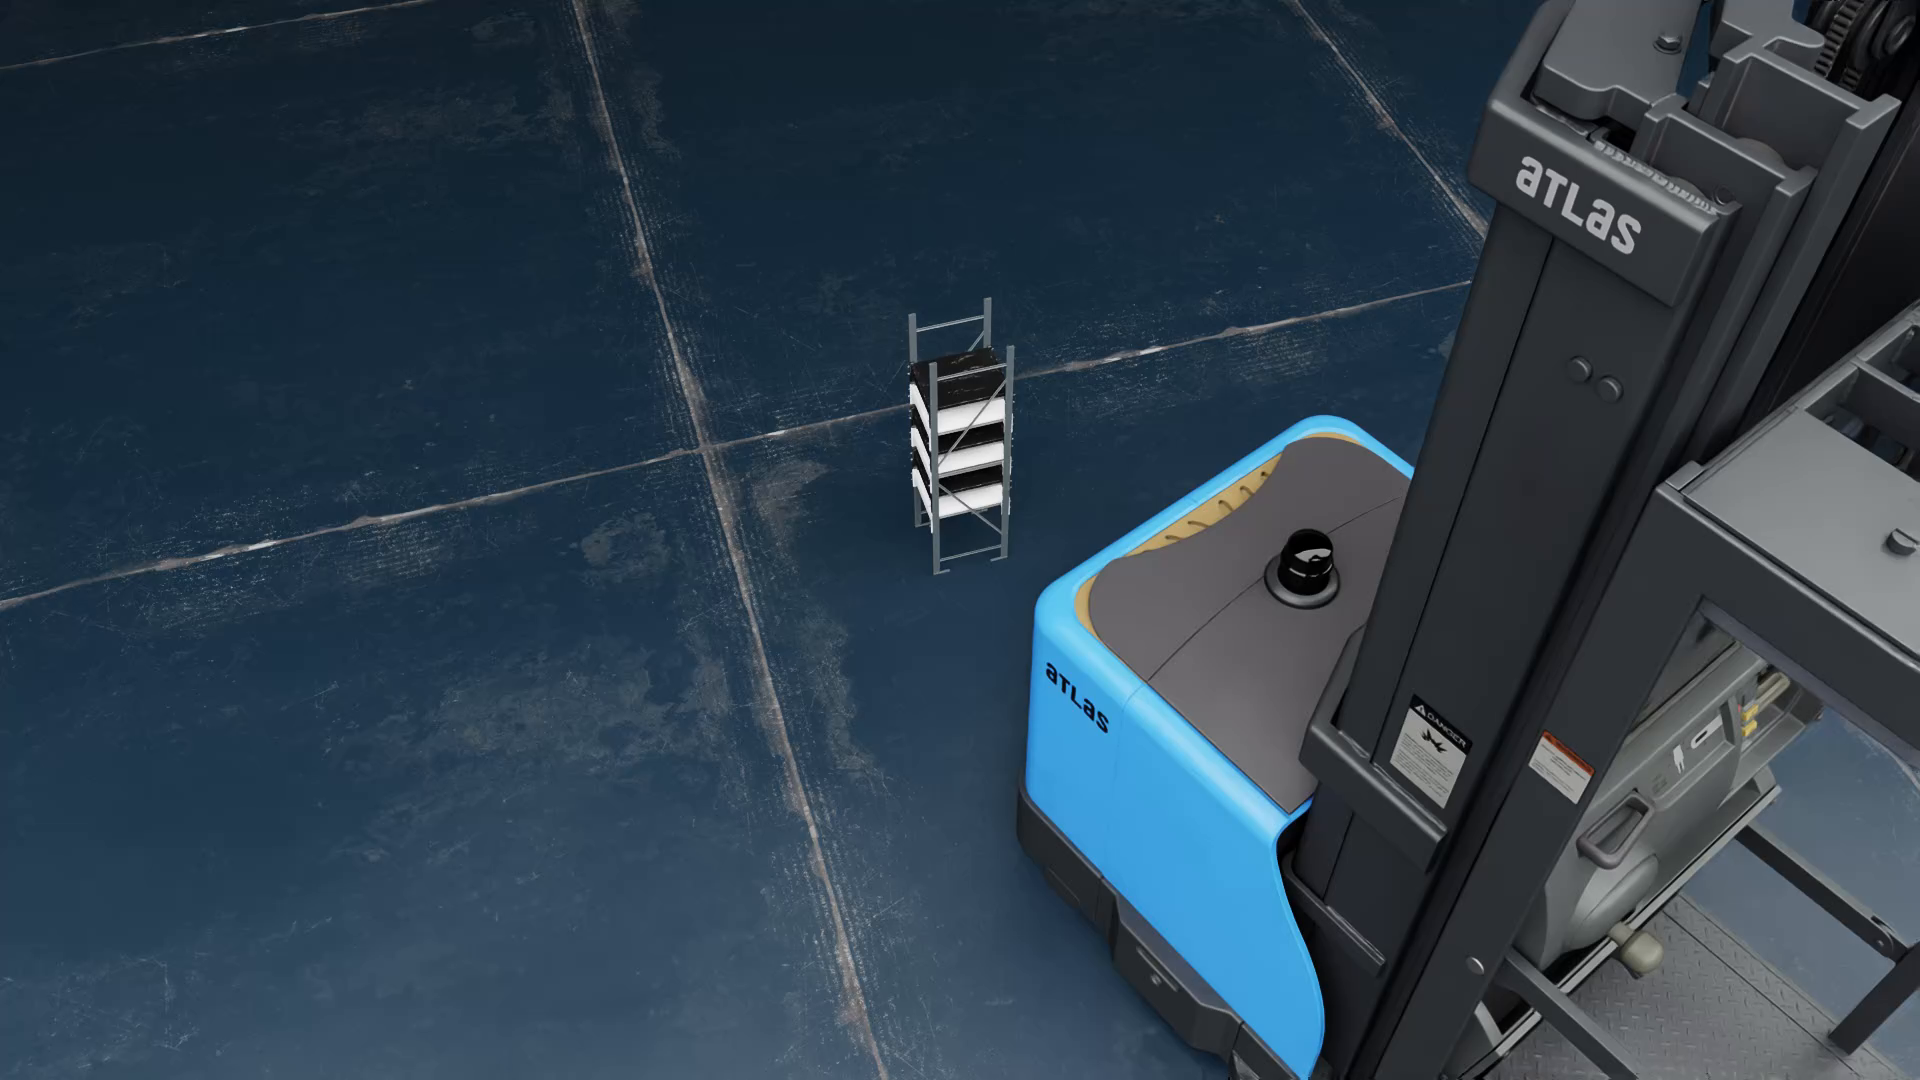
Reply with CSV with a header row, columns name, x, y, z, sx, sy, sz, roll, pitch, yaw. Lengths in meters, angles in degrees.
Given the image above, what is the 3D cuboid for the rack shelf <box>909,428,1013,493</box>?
name,x,y,z,sx,sy,sz,roll,pitch,yaw
rack shelf,0.002,-0.263,4.926,0.258,0.077,0.200,-13,51,-11

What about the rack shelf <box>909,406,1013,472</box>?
name,x,y,z,sx,sy,sz,roll,pitch,yaw
rack shelf,0.002,-0.321,4.858,0.258,0.077,0.200,-13,51,-11

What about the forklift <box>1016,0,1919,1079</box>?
name,x,y,z,sx,sy,sz,roll,pitch,yaw
forklift,1.470,0.519,2.895,1.130,2.935,3.031,-32,57,-24

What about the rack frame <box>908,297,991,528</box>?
name,x,y,z,sx,sy,sz,roll,pitch,yaw
rack frame,-0.028,-0.358,4.964,0.240,0.900,0.006,-13,51,-11

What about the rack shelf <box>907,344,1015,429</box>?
name,x,y,z,sx,sy,sz,roll,pitch,yaw
rack shelf,0.002,-0.437,4.720,0.258,0.077,0.200,-13,51,-11

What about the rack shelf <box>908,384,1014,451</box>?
name,x,y,z,sx,sy,sz,roll,pitch,yaw
rack shelf,0.002,-0.379,4.789,0.258,0.077,0.200,-13,51,-11

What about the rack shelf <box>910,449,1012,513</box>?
name,x,y,z,sx,sy,sz,roll,pitch,yaw
rack shelf,0.002,-0.205,4.995,0.258,0.077,0.200,-13,51,-11

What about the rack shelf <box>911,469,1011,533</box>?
name,x,y,z,sx,sy,sz,roll,pitch,yaw
rack shelf,0.002,-0.147,5.064,0.258,0.077,0.200,-13,51,-11

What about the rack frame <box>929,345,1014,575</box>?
name,x,y,z,sx,sy,sz,roll,pitch,yaw
rack frame,0.032,-0.210,4.838,0.240,0.900,0.006,-13,51,-11

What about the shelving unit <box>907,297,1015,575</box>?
name,x,y,z,sx,sy,sz,roll,pitch,yaw
shelving unit,0.002,-0.284,4.901,0.258,0.900,0.210,-13,51,-11
